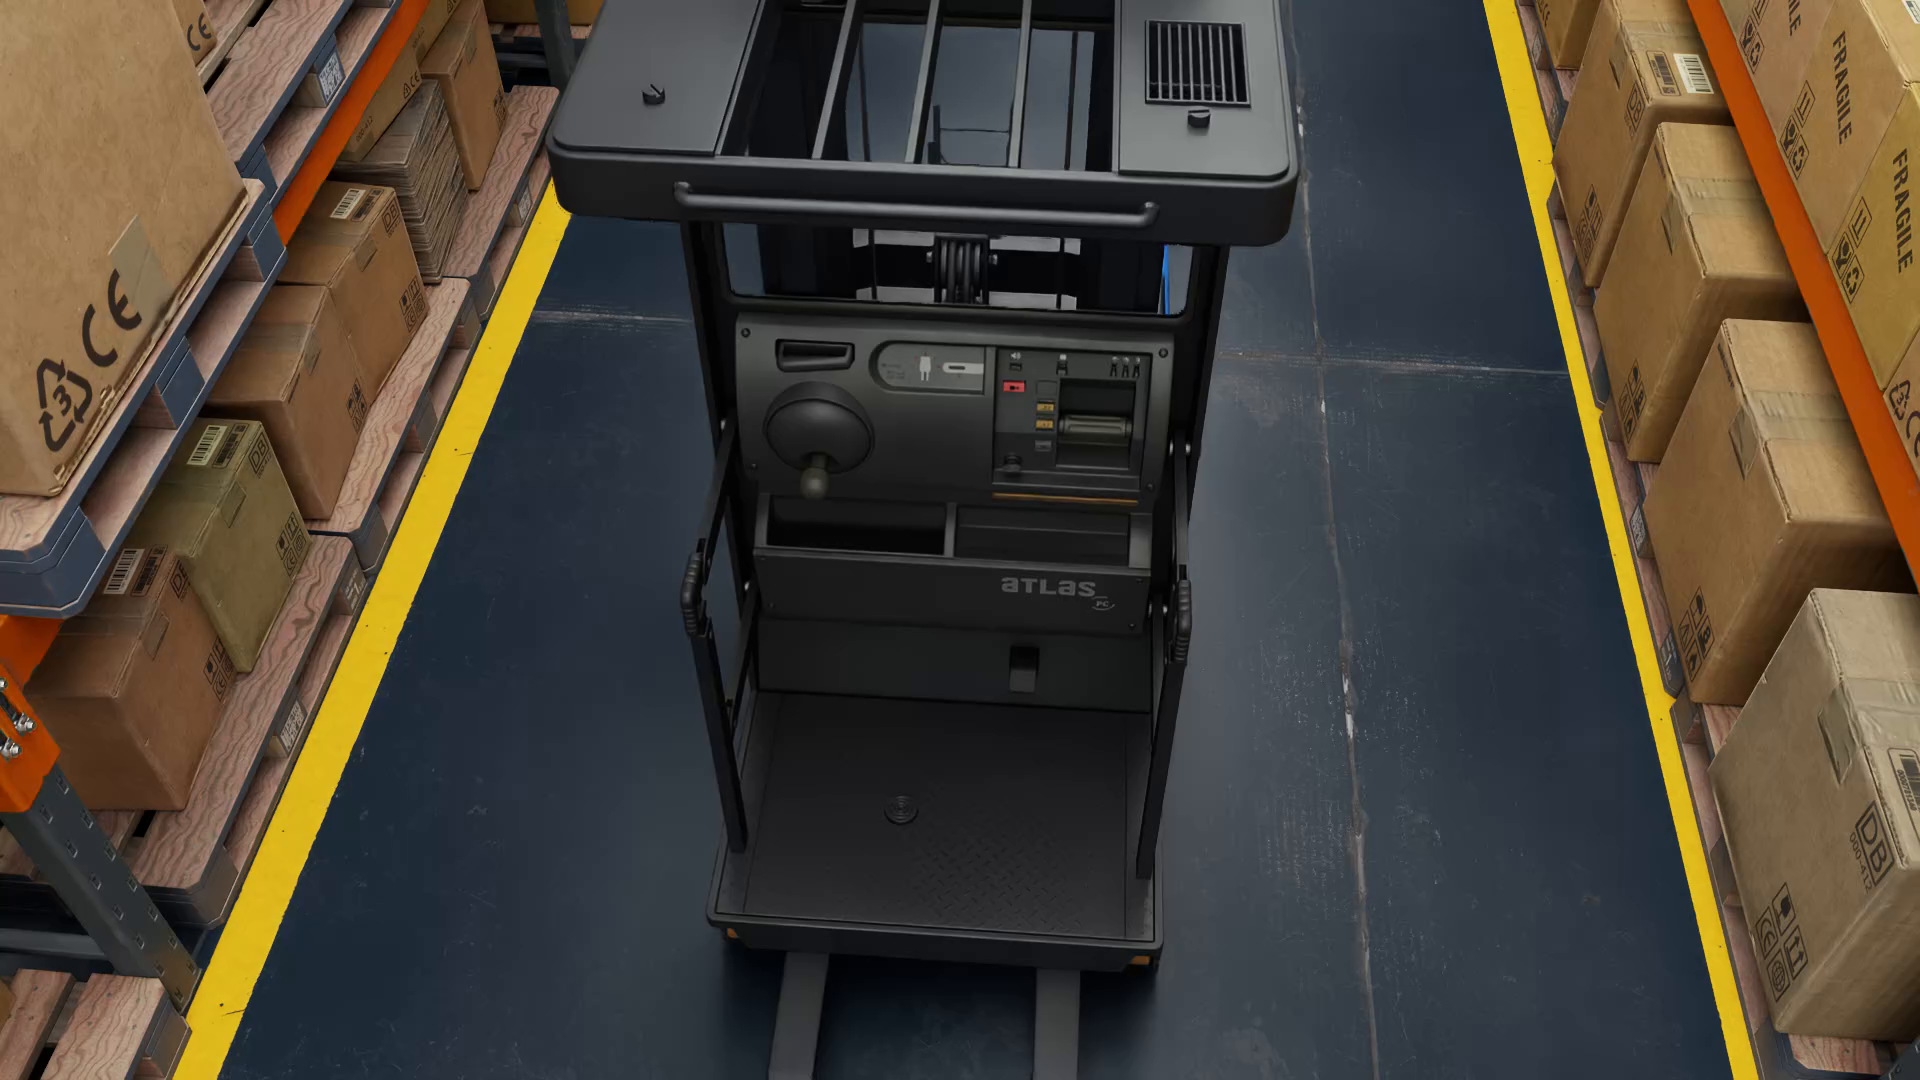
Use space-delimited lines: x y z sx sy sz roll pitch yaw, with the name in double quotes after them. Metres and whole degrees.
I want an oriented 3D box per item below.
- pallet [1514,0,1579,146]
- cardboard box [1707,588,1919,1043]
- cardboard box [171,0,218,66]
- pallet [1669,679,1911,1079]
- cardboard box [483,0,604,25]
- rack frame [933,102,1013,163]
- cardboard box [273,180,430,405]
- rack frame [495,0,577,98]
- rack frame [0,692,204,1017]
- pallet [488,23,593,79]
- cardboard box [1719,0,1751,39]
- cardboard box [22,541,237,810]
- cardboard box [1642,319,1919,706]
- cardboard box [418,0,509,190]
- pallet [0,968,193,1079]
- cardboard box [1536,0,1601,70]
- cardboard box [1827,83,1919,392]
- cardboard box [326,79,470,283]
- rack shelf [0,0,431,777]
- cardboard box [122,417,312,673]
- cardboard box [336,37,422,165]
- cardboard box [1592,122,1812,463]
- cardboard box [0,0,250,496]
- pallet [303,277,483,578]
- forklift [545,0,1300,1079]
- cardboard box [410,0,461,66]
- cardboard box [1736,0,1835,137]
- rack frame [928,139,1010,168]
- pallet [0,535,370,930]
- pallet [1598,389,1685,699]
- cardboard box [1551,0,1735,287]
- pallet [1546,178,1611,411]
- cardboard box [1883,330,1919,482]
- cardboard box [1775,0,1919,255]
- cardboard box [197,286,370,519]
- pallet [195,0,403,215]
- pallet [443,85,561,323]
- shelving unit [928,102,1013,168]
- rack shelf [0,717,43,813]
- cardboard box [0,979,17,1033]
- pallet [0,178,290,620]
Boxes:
2.935 -2.062 6.993 1.003 0.211 1.213 4 48 4 "pallet"
2.465 0.665 3.849 1.050 0.750 0.750 4 48 3 "cardboard box"
-2.366 -1.355 4.102 0.797 0.503 0.637 8 48 8 "cardboard box"
2.493 0.879 4.303 1.003 0.211 1.213 4 48 4 "pallet"
-1.984 -2.768 6.904 1.225 0.875 0.875 2 48 2 "cardboard box"
0.044 -0.842 5.207 0.240 1.200 0.006 3 48 3 "rack frame"
-2.192 -0.823 5.366 0.700 0.500 0.500 7 48 7 "cardboard box"
-2.068 -2.837 5.812 1.000 3.000 0.127 4 48 4 "rack frame"
-2.432 0.102 3.124 1.000 3.000 0.127 4 48 4 "rack frame"
-1.921 -2.470 7.366 1.003 0.211 1.213 4 48 4 "pallet"
2.509 -1.778 4.775 0.500 0.500 0.500 3 48 3 "cardboard box"
-2.355 0.347 4.295 0.700 0.500 0.500 1 48 1 "cardboard box"
2.556 -0.043 4.497 1.050 0.750 0.750 4 48 4 "cardboard box"
-2.109 -1.648 6.121 0.700 0.500 0.500 2 48 1 "cardboard box"
-2.458 1.539 3.699 1.003 0.211 1.213 4 48 4 "pallet"
2.662 -2.229 6.665 0.500 0.500 0.500 4 48 3 "cardboard box"
2.371 -0.668 3.760 0.500 0.500 0.500 4 48 4 "cardboard box"
-2.147 -1.240 5.747 0.700 0.500 0.500 0 48 0 "cardboard box"
-2.250 -1.125 4.734 1.077 0.370 4.000 4 48 4 "rack shelf"
-2.293 -0.002 4.615 0.700 0.500 0.500 4 48 3 "cardboard box"
-2.137 -1.510 5.486 0.500 0.250 0.500 9 48 8 "cardboard box"
2.641 -0.728 5.123 1.050 0.750 0.750 5 48 4 "cardboard box"
-2.221 -0.817 3.273 1.000 1.000 1.000 4 48 4 "cardboard box"
-2.254 -0.428 5.498 1.003 0.211 1.213 4 48 4 "pallet"
-0.030 -0.170 3.419 1.130 2.935 3.031 3 48 3 "forklift"
-2.099 -1.901 5.843 0.500 0.250 0.500 6 48 5 "cardboard box"
2.463 -1.407 4.436 0.500 0.500 0.500 4 48 3 "cardboard box"
0.030 -0.708 5.084 0.240 1.200 0.006 3 48 3 "rack frame"
-2.363 0.471 4.676 1.003 0.211 1.213 4 48 4 "pallet"
2.602 -0.020 5.125 1.003 0.211 1.213 4 48 4 "pallet"
2.717 -1.371 5.711 1.050 0.750 0.750 3 48 3 "cardboard box"
2.715 -0.914 5.943 1.003 0.211 1.213 4 48 4 "pallet"
2.325 -0.297 3.421 0.500 0.500 0.500 3 48 3 "cardboard box"
2.415 -1.041 4.102 0.500 0.500 0.500 3 48 3 "cardboard box"
-2.242 -0.413 4.991 0.700 0.500 0.500 0 48 0 "cardboard box"
-2.207 -1.315 4.550 1.003 0.211 1.213 4 48 4 "pallet"
-2.140 -1.322 6.316 1.003 0.211 1.213 4 48 4 "pallet"
0.037 -0.775 5.146 0.258 1.200 0.189 3 48 3 "shelving unit"
-2.615 1.815 2.045 1.077 0.370 4.000 4 48 4 "rack shelf"
-2.509 1.095 3.625 0.500 0.500 0.500 3 48 2 "cardboard box"
-2.218 -0.385 3.699 1.003 0.211 1.213 4 48 4 "pallet"
